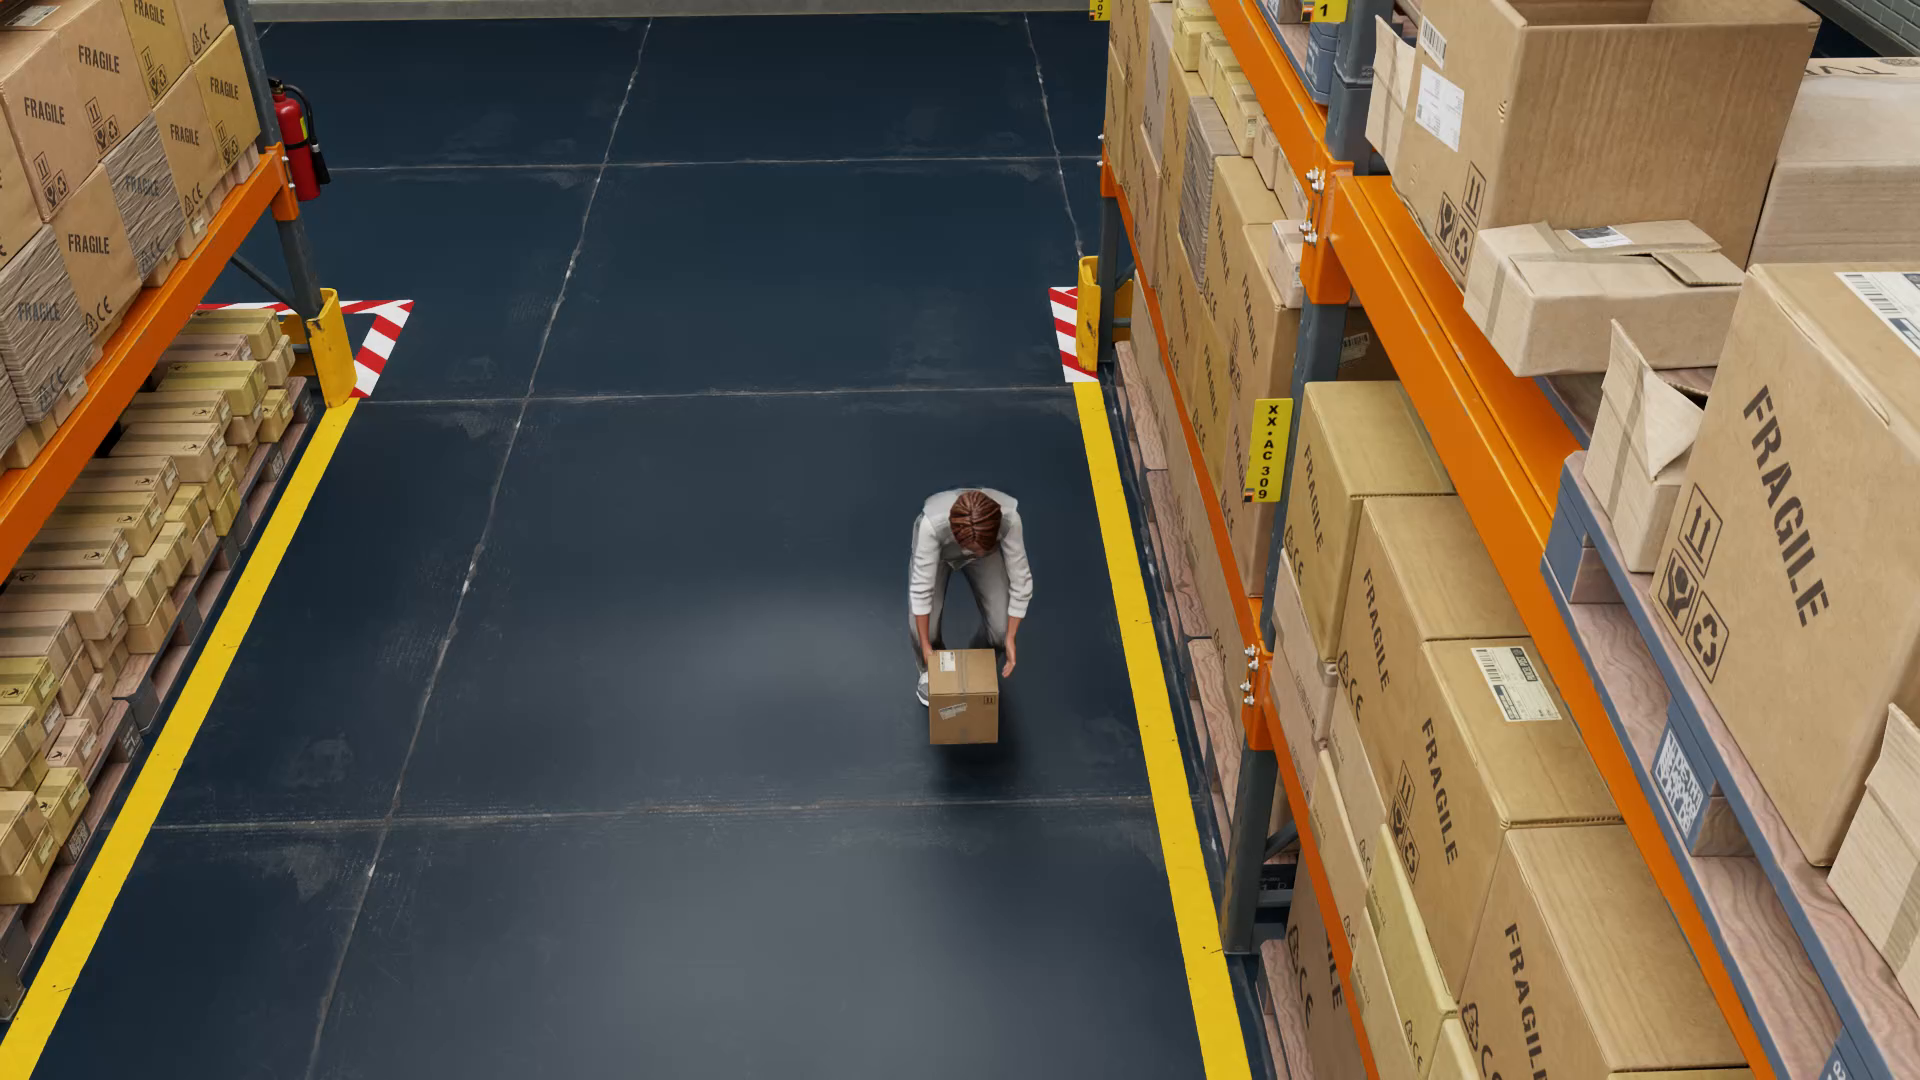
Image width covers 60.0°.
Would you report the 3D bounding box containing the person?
[{"bbox_3d":[0.031,0.171,6.327,0.464,1.122,0.730,-2,36,-2],"label":"person"}]
